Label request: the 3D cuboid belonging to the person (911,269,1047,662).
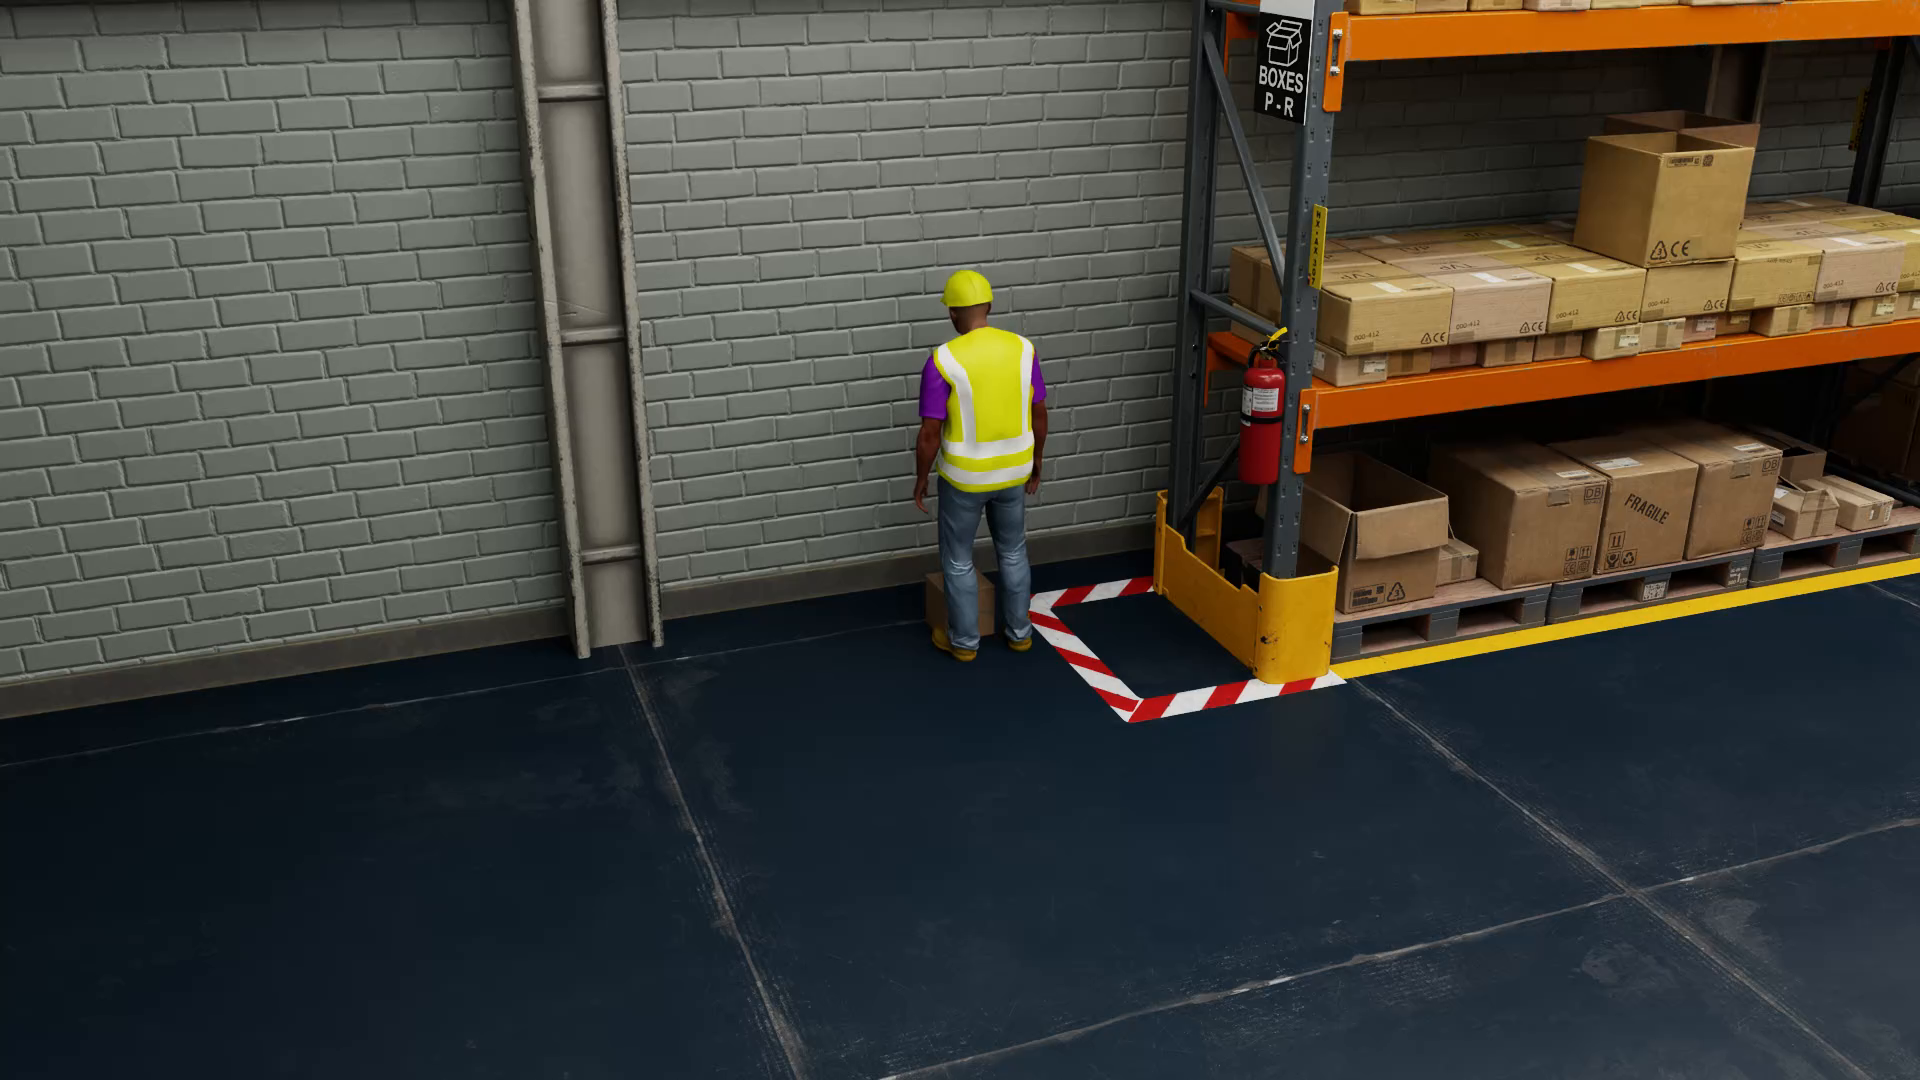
[{"bbox_3d":[0.082,-0.314,7.334,0.635,1.756,0.456,-10,24,-22],"label":"person"}]
